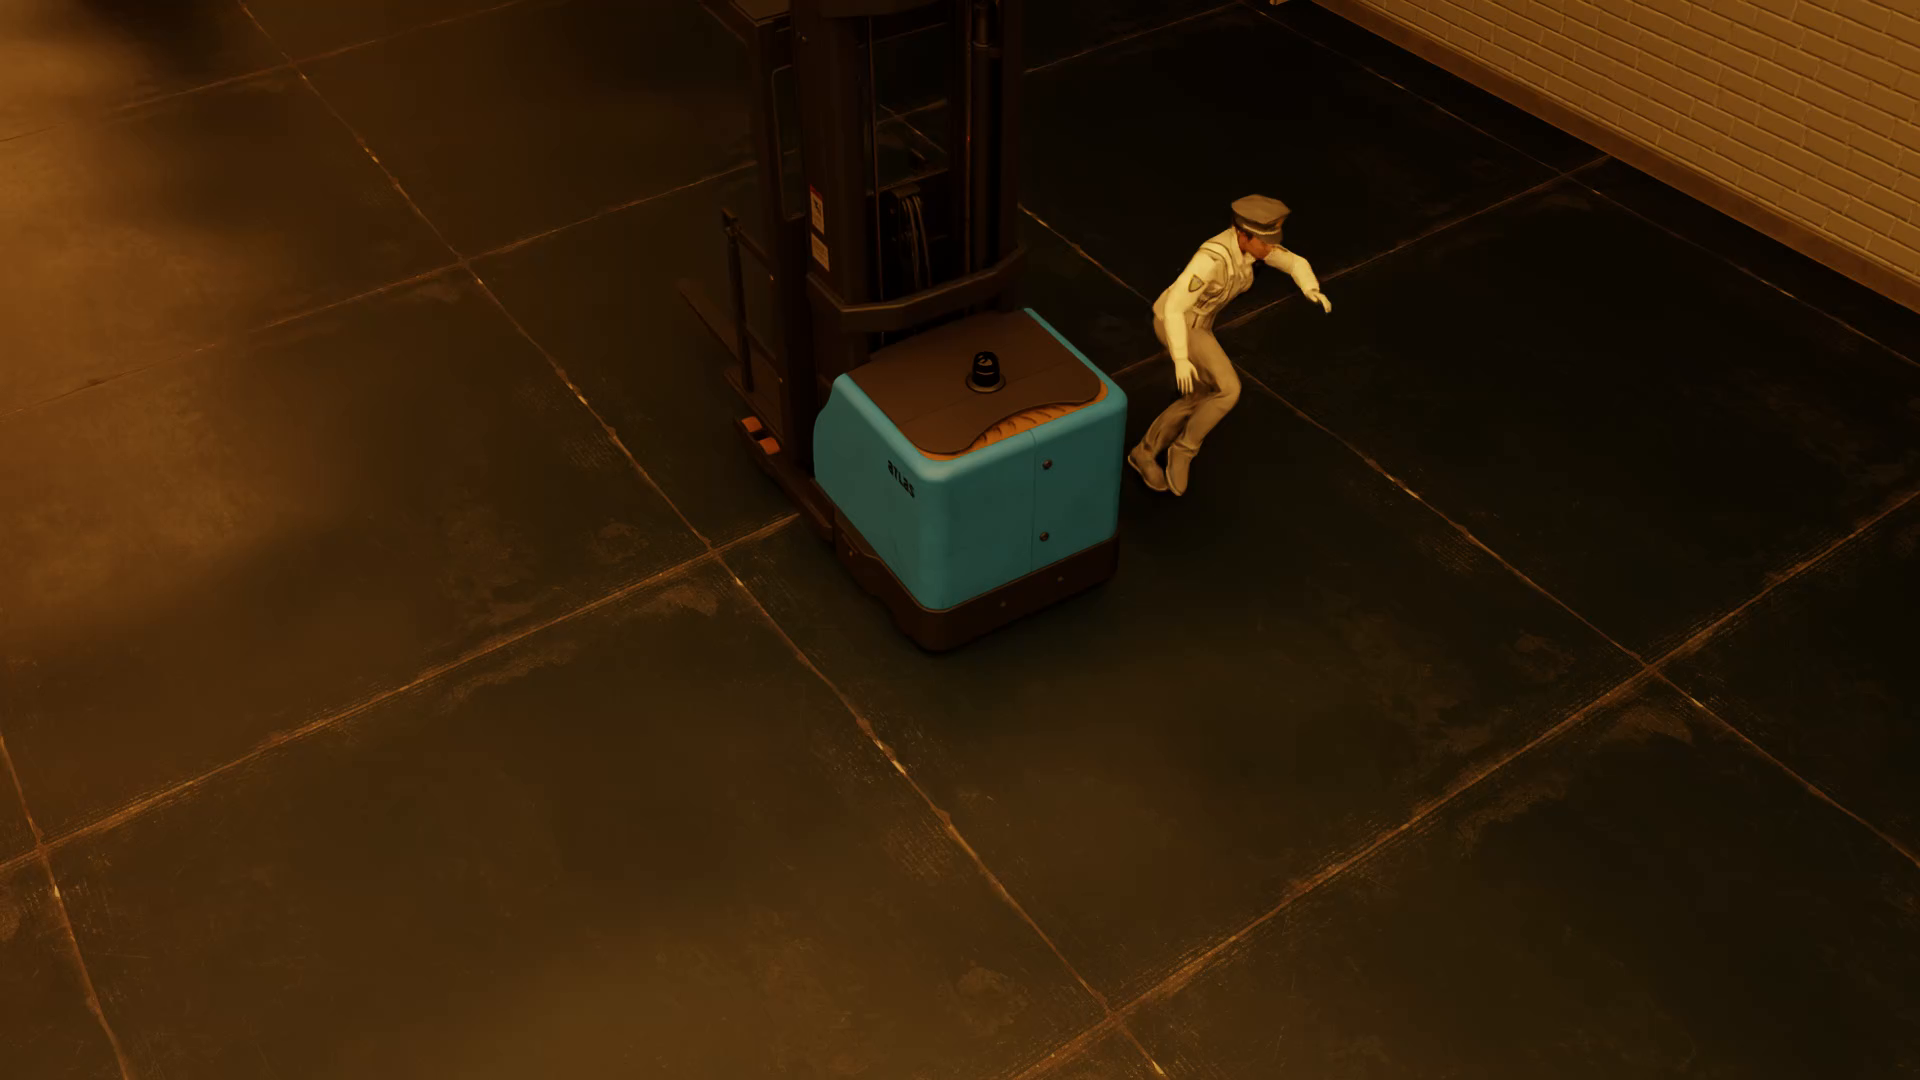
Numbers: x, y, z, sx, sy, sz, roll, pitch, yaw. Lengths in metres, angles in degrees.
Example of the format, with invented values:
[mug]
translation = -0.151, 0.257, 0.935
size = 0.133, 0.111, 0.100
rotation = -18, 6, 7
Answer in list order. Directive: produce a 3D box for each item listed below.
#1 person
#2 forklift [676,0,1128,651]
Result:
[person]
translation = 1.251, -0.917, 7.797
size = 0.832, 1.424, 0.894
rotation = 22, 47, 22
[forklift]
translation = -0.476, -1.573, 7.423
size = 1.130, 2.935, 3.031
rotation = -23, 47, -23
